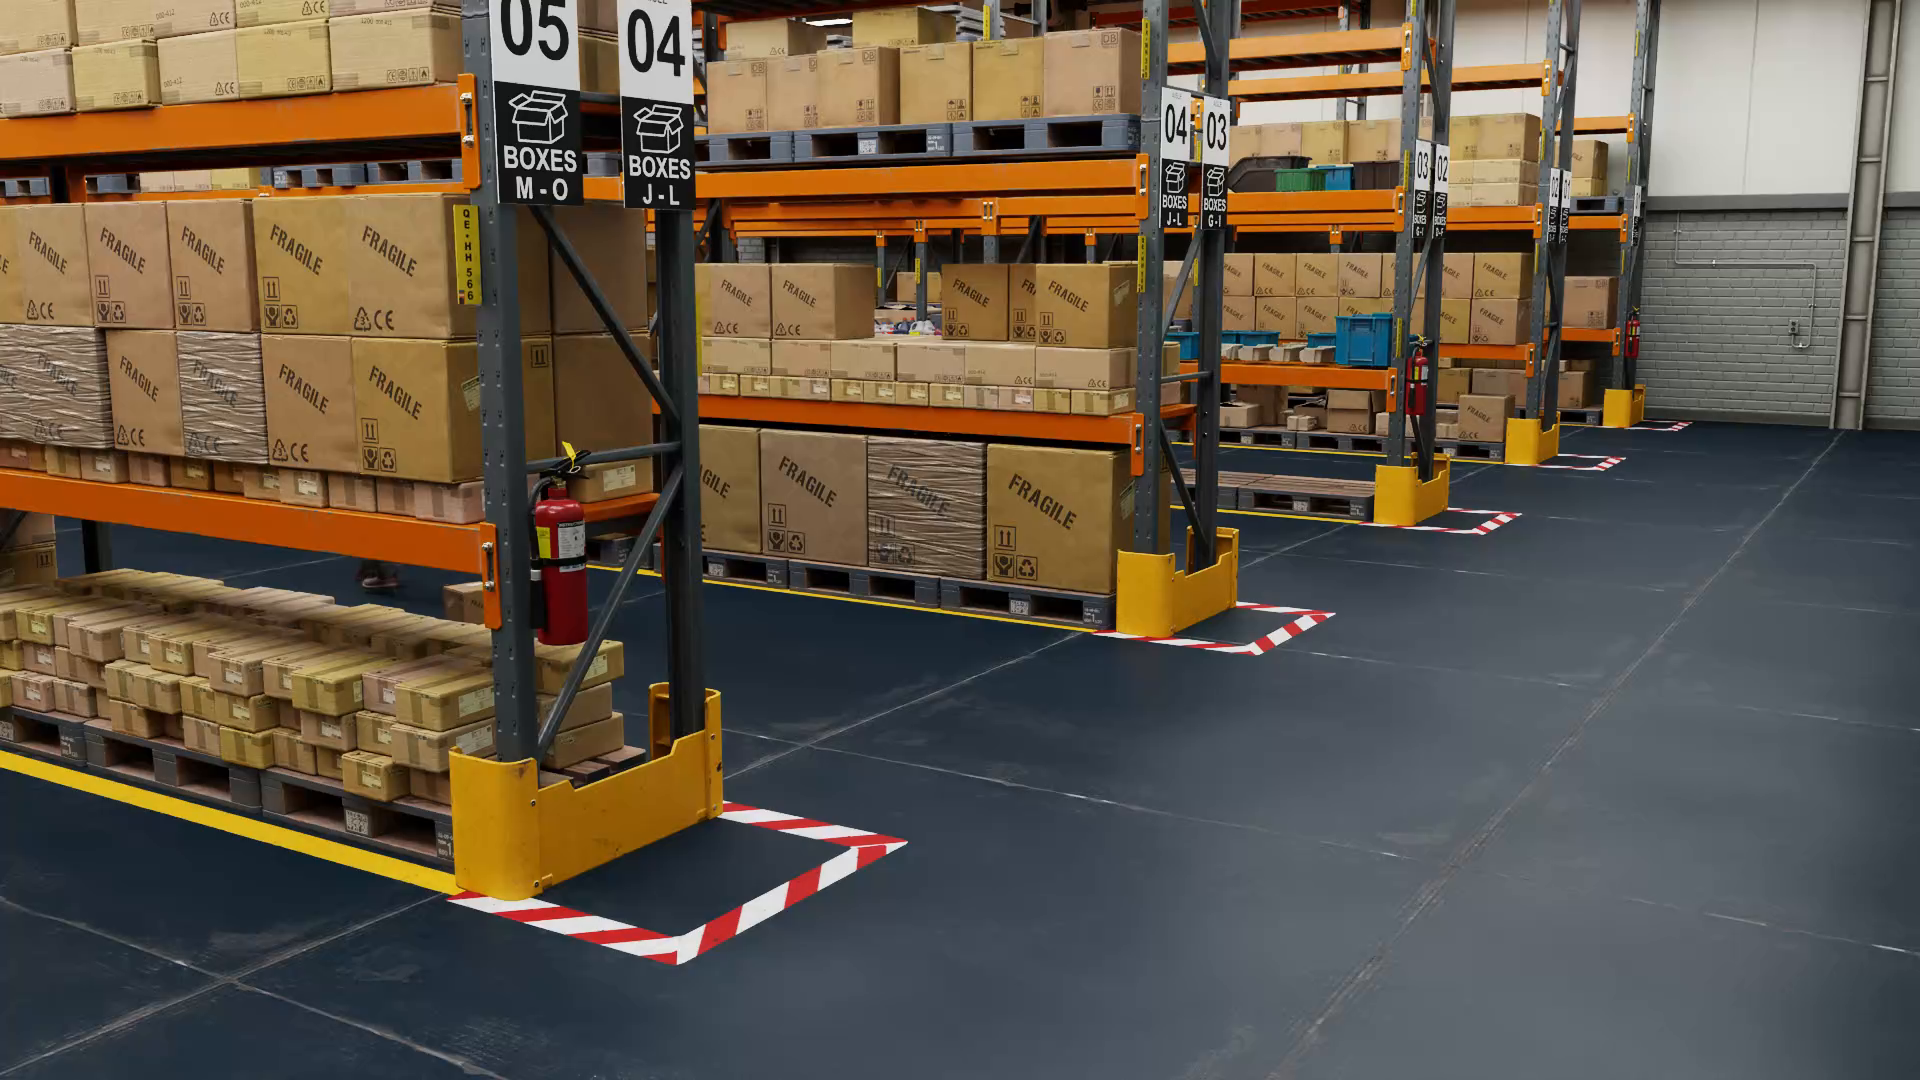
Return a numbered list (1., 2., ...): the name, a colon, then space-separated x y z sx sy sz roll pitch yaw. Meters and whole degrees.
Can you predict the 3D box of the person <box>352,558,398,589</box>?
1. person: -4.080 -0.477 11.281 0.763 1.681 0.463 8 12 39
